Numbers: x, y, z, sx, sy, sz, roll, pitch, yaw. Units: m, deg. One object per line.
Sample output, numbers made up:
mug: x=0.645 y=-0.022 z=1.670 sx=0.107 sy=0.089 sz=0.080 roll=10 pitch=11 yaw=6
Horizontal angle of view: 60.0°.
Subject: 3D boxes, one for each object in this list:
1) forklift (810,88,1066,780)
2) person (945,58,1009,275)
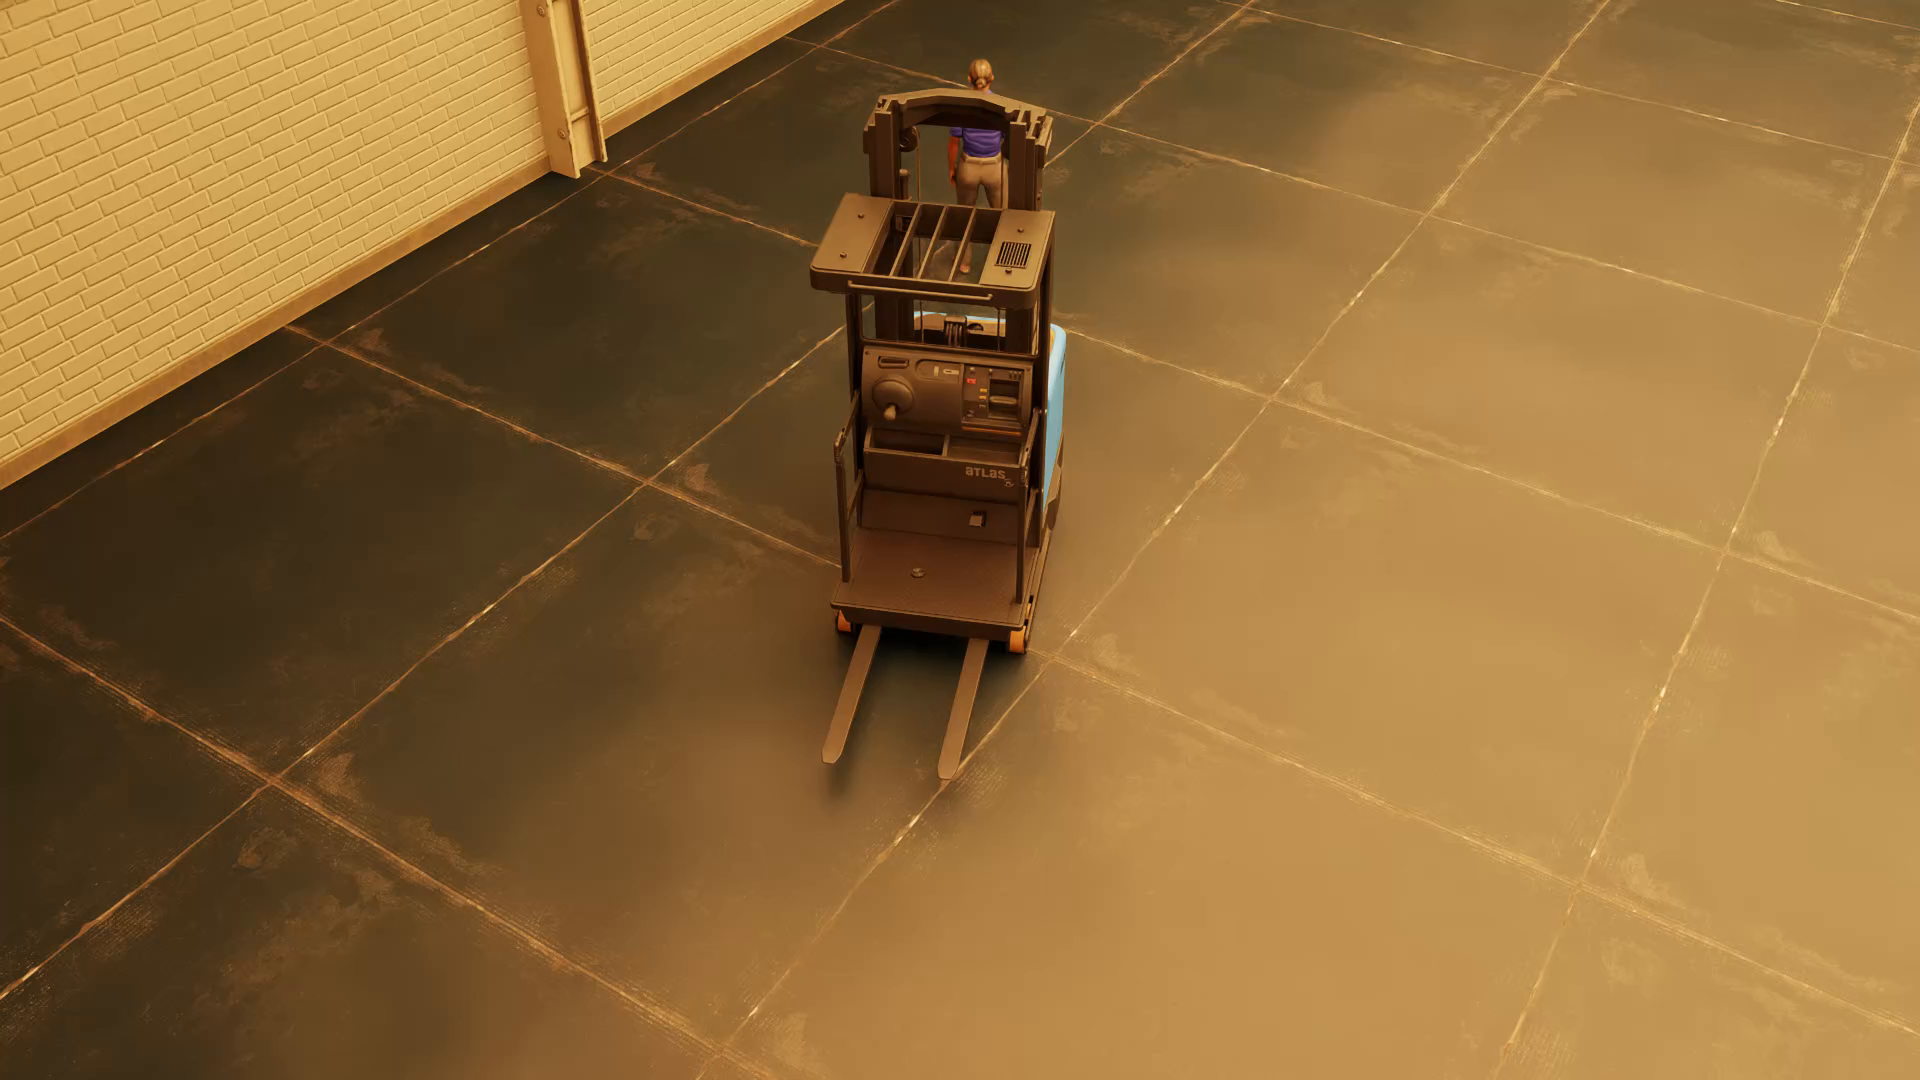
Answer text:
forklift: x=-0.108 y=-0.731 z=8.830 sx=1.130 sy=2.935 sz=3.031 roll=7 pitch=41 yaw=8
person: x=0.156 y=-2.697 z=12.151 sx=0.531 sy=1.639 sz=0.352 roll=1 pitch=40 yaw=1
